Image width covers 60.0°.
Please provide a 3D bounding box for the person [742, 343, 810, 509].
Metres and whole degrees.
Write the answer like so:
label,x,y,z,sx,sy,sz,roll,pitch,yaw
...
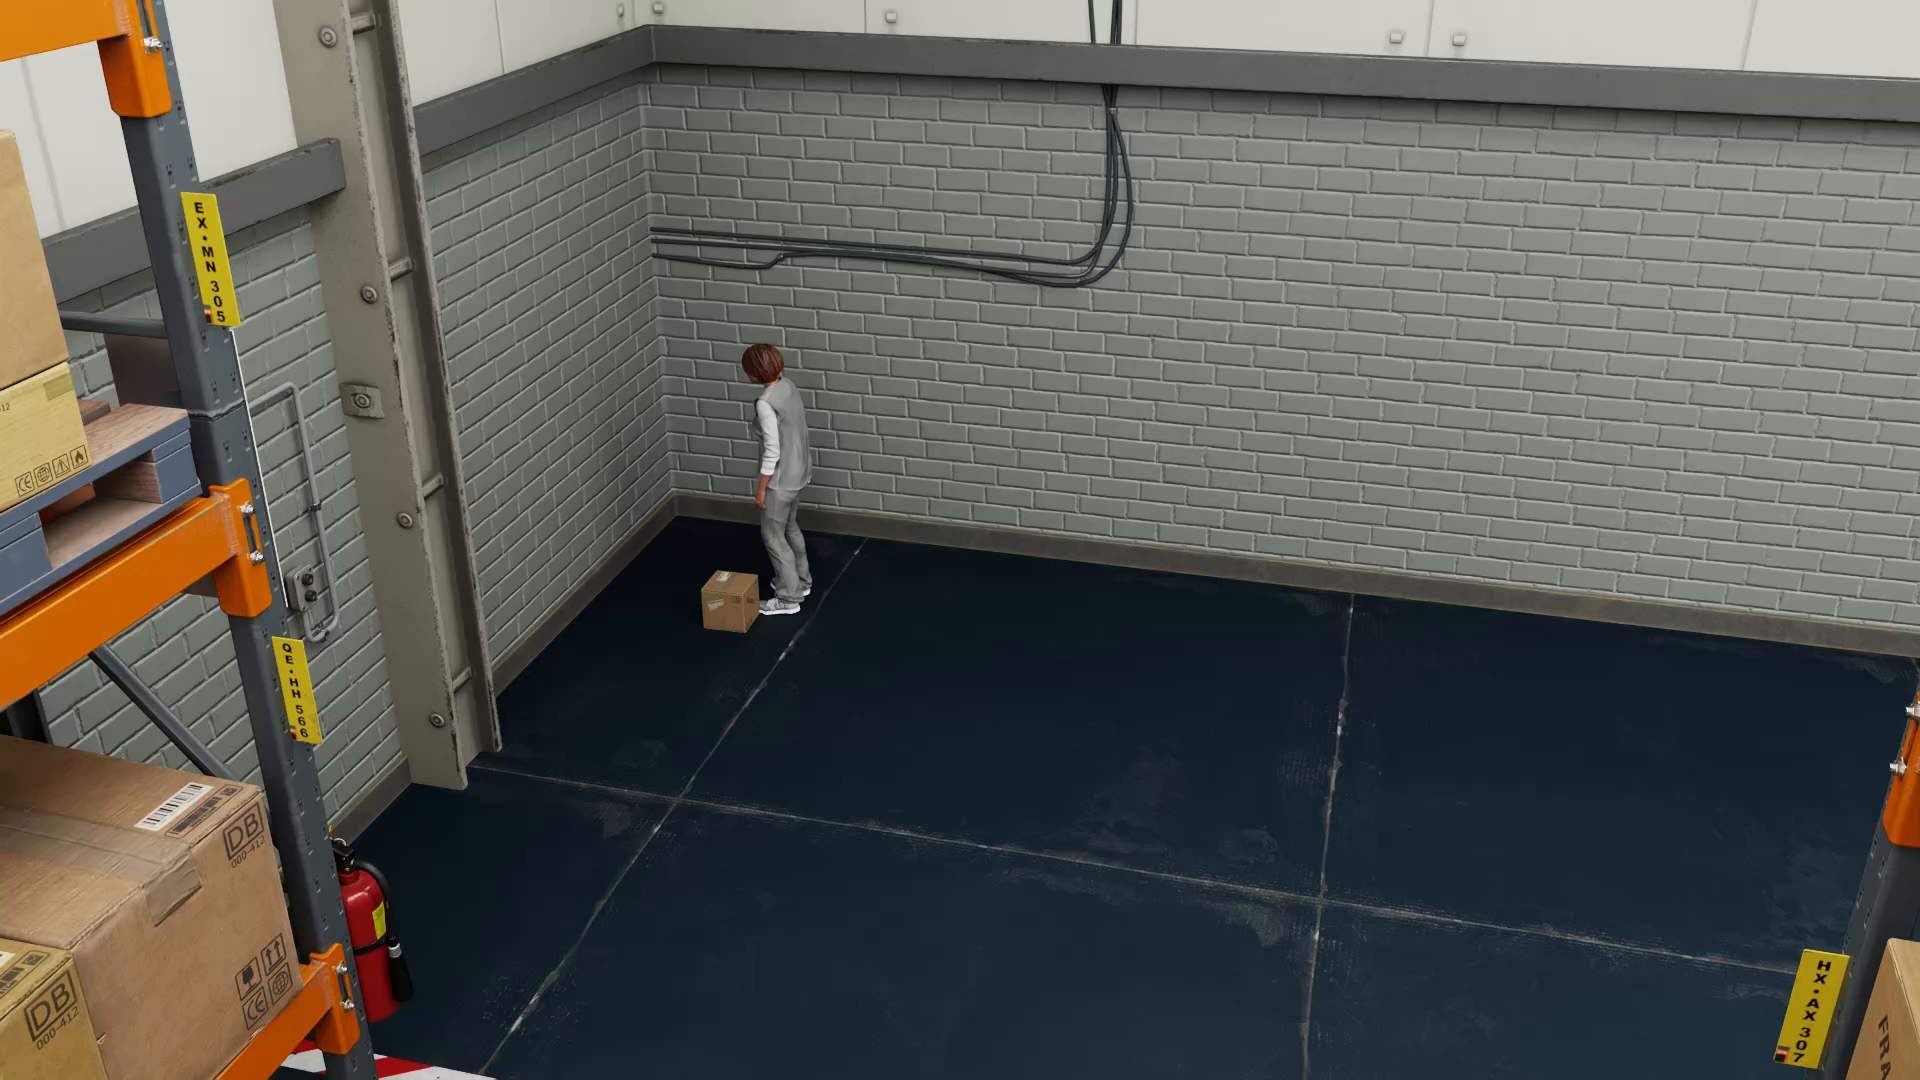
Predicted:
label,x,y,z,sx,sy,sz,roll,pitch,yaw
person,-1.018,-0.644,9.191,0.326,0.891,0.459,7,26,13
